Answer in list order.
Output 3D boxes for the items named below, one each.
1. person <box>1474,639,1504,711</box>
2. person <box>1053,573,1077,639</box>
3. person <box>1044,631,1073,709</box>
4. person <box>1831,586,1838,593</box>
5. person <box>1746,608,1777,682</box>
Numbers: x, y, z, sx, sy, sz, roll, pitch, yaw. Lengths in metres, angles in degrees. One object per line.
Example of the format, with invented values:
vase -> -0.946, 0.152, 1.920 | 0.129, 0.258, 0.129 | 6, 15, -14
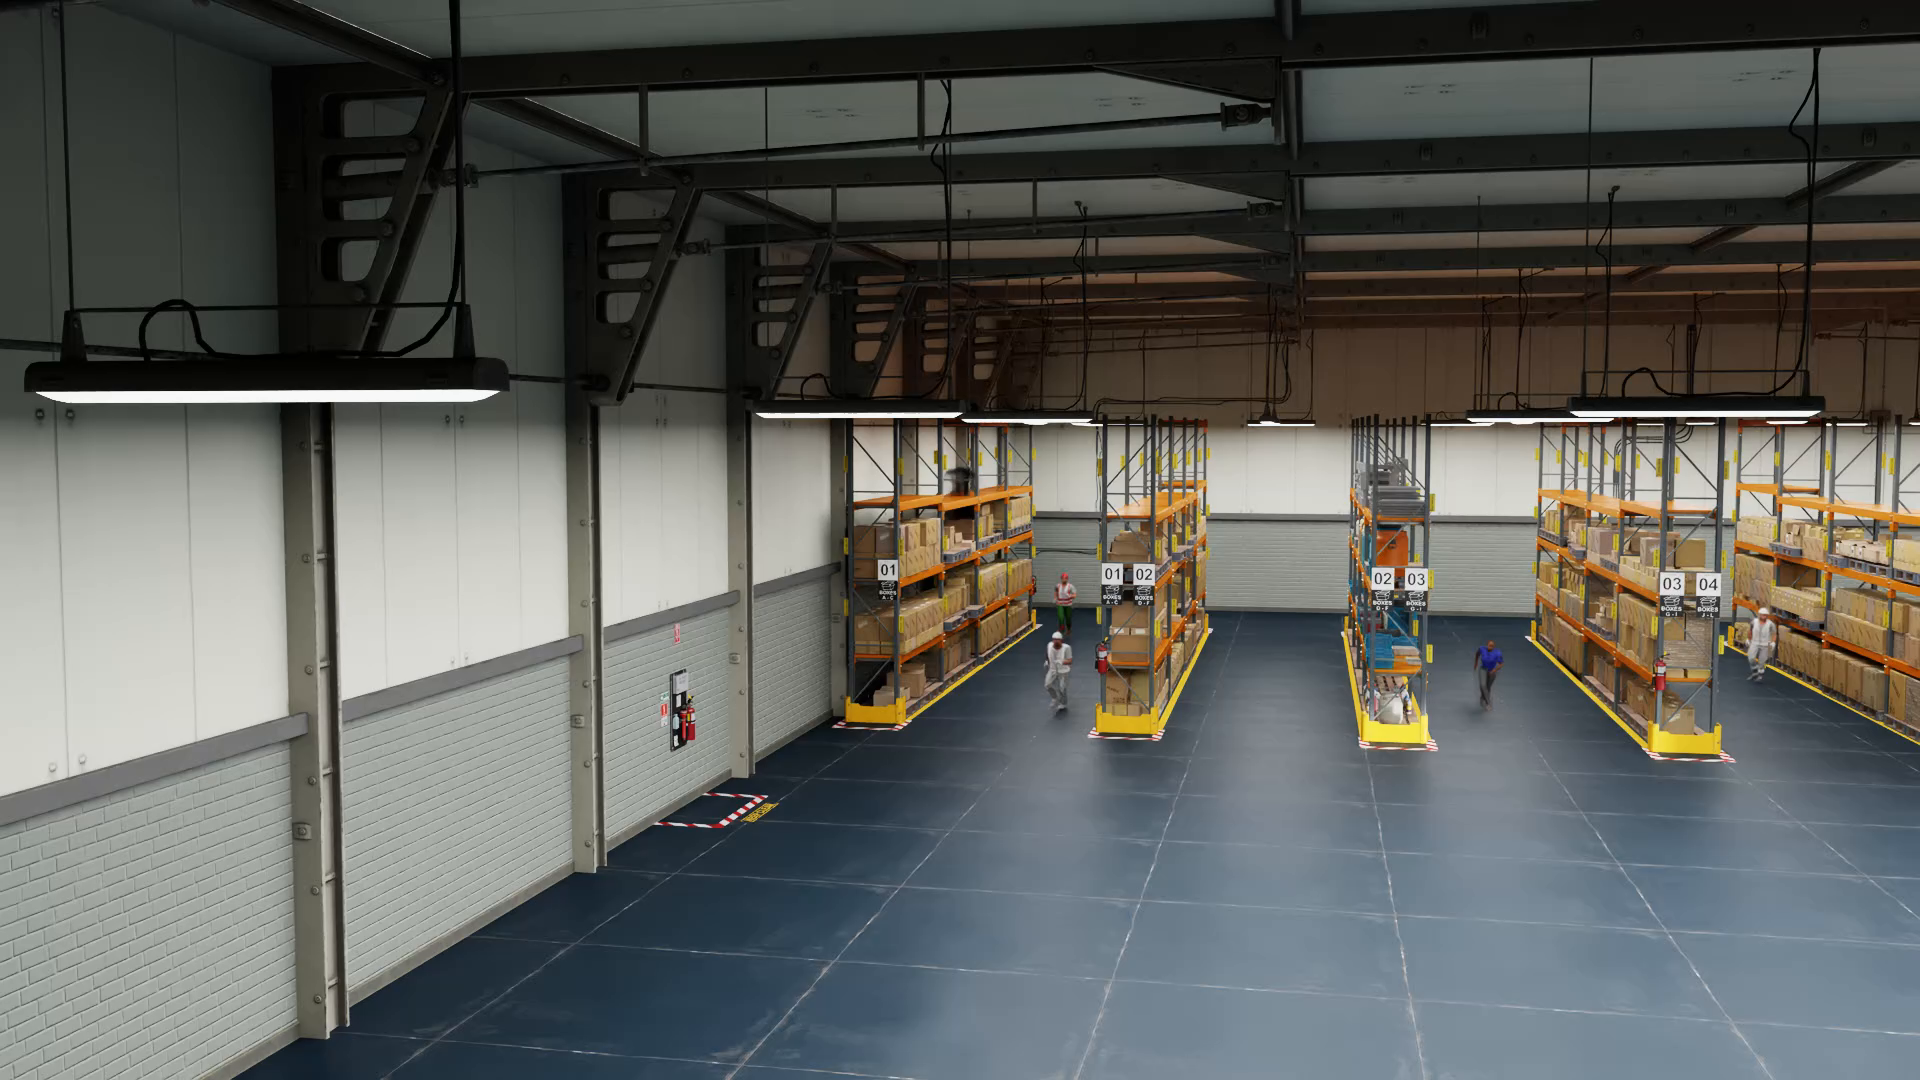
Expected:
person -> 10.797, 2.695, 33.967 | 0.569, 1.472, 1.041 | 1, 4, 15
person -> 2.857, 1.785, 45.293 | 0.659, 1.770, 0.990 | 1, 4, 11
person -> 1.966, 2.645, 33.609 | 0.714, 1.640, 0.960 | 1, 4, 20
person -> 22.269, 2.044, 42.313 | 0.617, 1.747, 0.755 | 0, 4, 2
person -> 17.953, 2.361, 37.275 | 0.666, 1.719, 0.717 | 2, 4, 30
